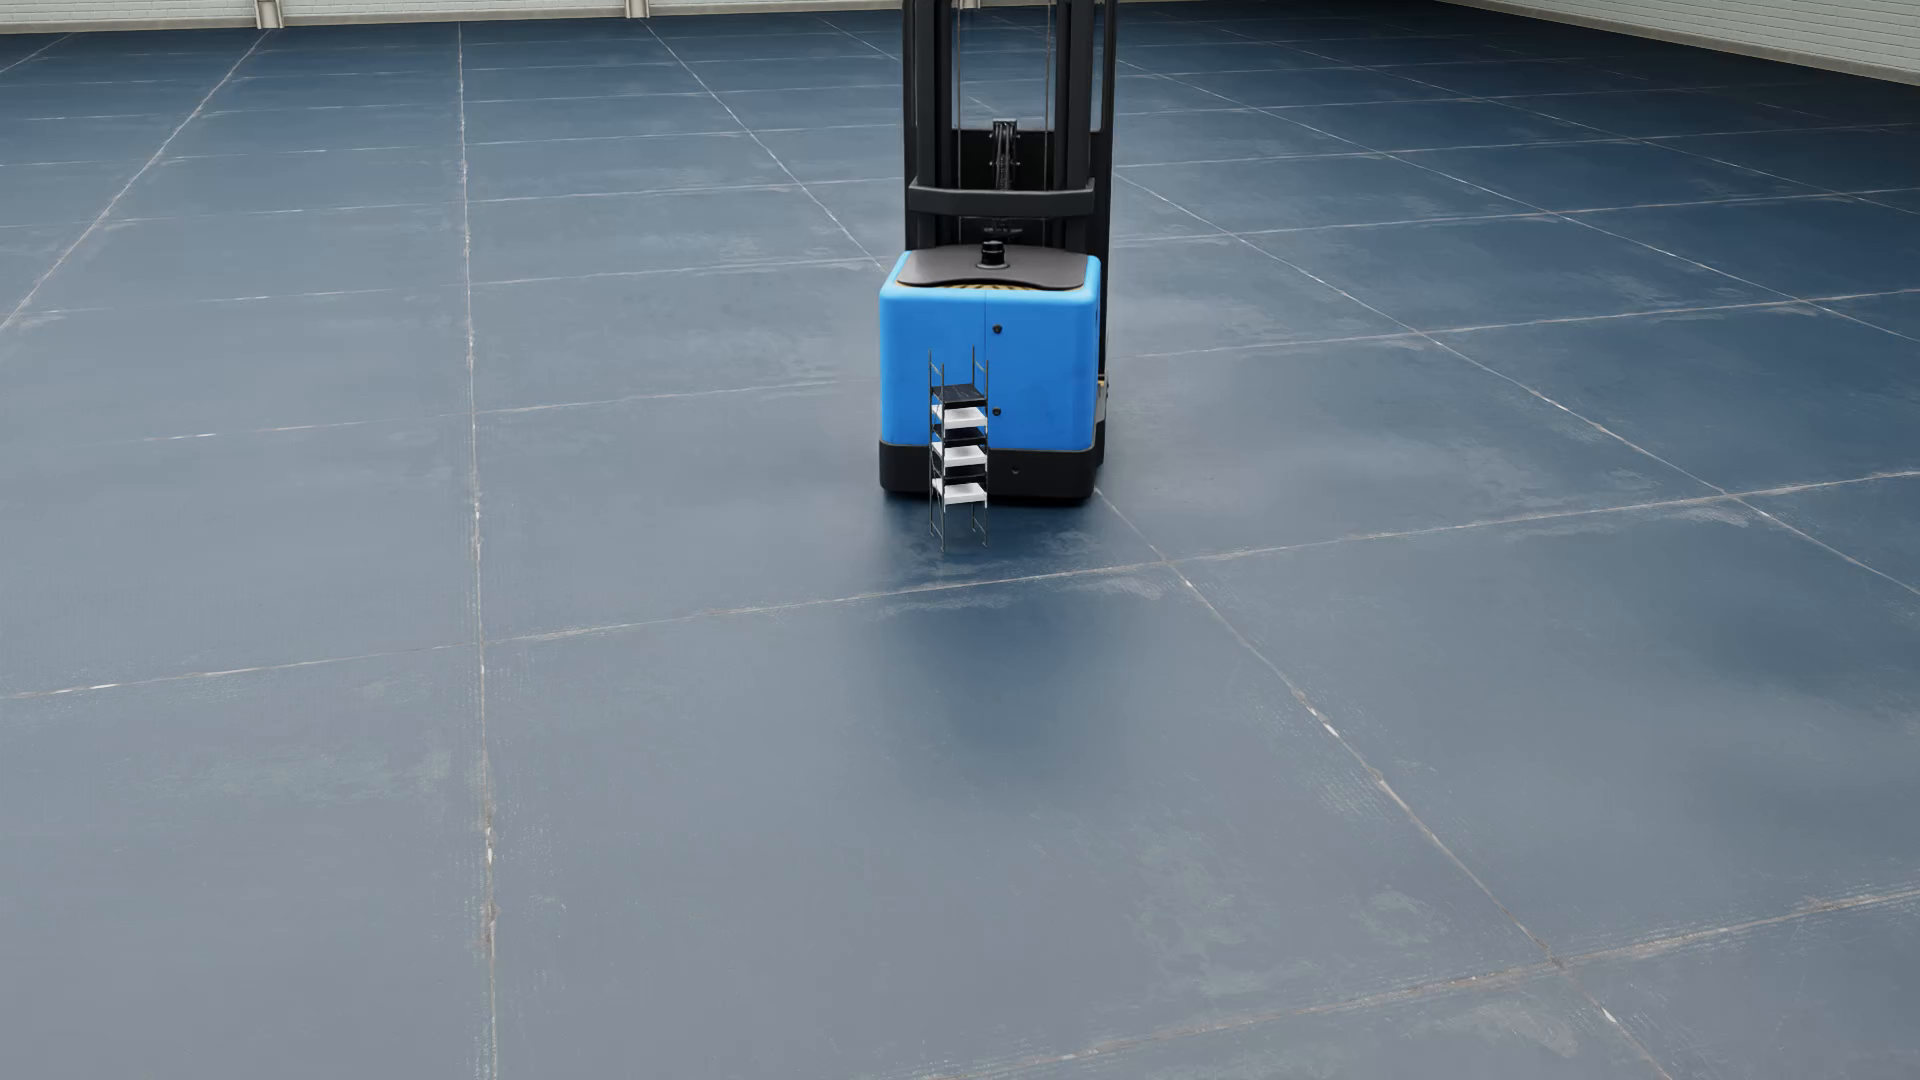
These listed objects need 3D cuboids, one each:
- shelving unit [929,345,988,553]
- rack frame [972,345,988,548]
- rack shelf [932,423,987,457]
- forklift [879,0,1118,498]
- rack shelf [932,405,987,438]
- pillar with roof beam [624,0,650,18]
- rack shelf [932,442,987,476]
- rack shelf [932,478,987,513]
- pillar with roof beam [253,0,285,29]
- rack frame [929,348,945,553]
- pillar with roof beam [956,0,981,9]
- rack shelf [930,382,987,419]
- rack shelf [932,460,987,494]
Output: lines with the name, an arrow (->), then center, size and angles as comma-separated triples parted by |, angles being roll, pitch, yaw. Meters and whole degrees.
shelving unit -> -0.008, -0.413, 7.571 | 0.210, 0.900, 0.258 | -6, 24, -14
rack frame -> 0.090, -0.424, 7.596 | 0.006, 0.900, 0.240 | -6, 24, -14
rack shelf -> -0.008, -0.465, 7.548 | 0.200, 0.077, 0.258 | -6, 24, -14
forklift -> 0.277, -2.094, 8.913 | 1.130, 2.935, 3.031 | 2, 23, 6
rack shelf -> -0.008, -0.547, 7.513 | 0.200, 0.077, 0.258 | -6, 24, -14
pillar with roof beam -> -4.469, -11.636, 23.455 | 0.400, 9.000, 9.100 | -6, 24, -14
rack shelf -> -0.008, -0.382, 7.584 | 0.200, 0.077, 0.258 | -6, 24, -14
rack shelf -> -0.008, -0.217, 7.655 | 0.200, 0.077, 0.258 | -6, 24, -14
pillar with roof beam -> -10.246, -10.997, 21.966 | 0.400, 9.000, 9.100 | -6, 24, -14
rack frame -> -0.106, -0.402, 7.545 | 0.006, 0.900, 0.240 | -6, 24, -14
pillar with roof beam -> 1.308, -12.275, 24.945 | 0.400, 9.000, 9.100 | -6, 24, -14
rack shelf -> -0.008, -0.630, 7.477 | 0.200, 0.077, 0.258 | -6, 24, -14
rack shelf -> -0.008, -0.299, 7.619 | 0.200, 0.077, 0.258 | -6, 24, -14
